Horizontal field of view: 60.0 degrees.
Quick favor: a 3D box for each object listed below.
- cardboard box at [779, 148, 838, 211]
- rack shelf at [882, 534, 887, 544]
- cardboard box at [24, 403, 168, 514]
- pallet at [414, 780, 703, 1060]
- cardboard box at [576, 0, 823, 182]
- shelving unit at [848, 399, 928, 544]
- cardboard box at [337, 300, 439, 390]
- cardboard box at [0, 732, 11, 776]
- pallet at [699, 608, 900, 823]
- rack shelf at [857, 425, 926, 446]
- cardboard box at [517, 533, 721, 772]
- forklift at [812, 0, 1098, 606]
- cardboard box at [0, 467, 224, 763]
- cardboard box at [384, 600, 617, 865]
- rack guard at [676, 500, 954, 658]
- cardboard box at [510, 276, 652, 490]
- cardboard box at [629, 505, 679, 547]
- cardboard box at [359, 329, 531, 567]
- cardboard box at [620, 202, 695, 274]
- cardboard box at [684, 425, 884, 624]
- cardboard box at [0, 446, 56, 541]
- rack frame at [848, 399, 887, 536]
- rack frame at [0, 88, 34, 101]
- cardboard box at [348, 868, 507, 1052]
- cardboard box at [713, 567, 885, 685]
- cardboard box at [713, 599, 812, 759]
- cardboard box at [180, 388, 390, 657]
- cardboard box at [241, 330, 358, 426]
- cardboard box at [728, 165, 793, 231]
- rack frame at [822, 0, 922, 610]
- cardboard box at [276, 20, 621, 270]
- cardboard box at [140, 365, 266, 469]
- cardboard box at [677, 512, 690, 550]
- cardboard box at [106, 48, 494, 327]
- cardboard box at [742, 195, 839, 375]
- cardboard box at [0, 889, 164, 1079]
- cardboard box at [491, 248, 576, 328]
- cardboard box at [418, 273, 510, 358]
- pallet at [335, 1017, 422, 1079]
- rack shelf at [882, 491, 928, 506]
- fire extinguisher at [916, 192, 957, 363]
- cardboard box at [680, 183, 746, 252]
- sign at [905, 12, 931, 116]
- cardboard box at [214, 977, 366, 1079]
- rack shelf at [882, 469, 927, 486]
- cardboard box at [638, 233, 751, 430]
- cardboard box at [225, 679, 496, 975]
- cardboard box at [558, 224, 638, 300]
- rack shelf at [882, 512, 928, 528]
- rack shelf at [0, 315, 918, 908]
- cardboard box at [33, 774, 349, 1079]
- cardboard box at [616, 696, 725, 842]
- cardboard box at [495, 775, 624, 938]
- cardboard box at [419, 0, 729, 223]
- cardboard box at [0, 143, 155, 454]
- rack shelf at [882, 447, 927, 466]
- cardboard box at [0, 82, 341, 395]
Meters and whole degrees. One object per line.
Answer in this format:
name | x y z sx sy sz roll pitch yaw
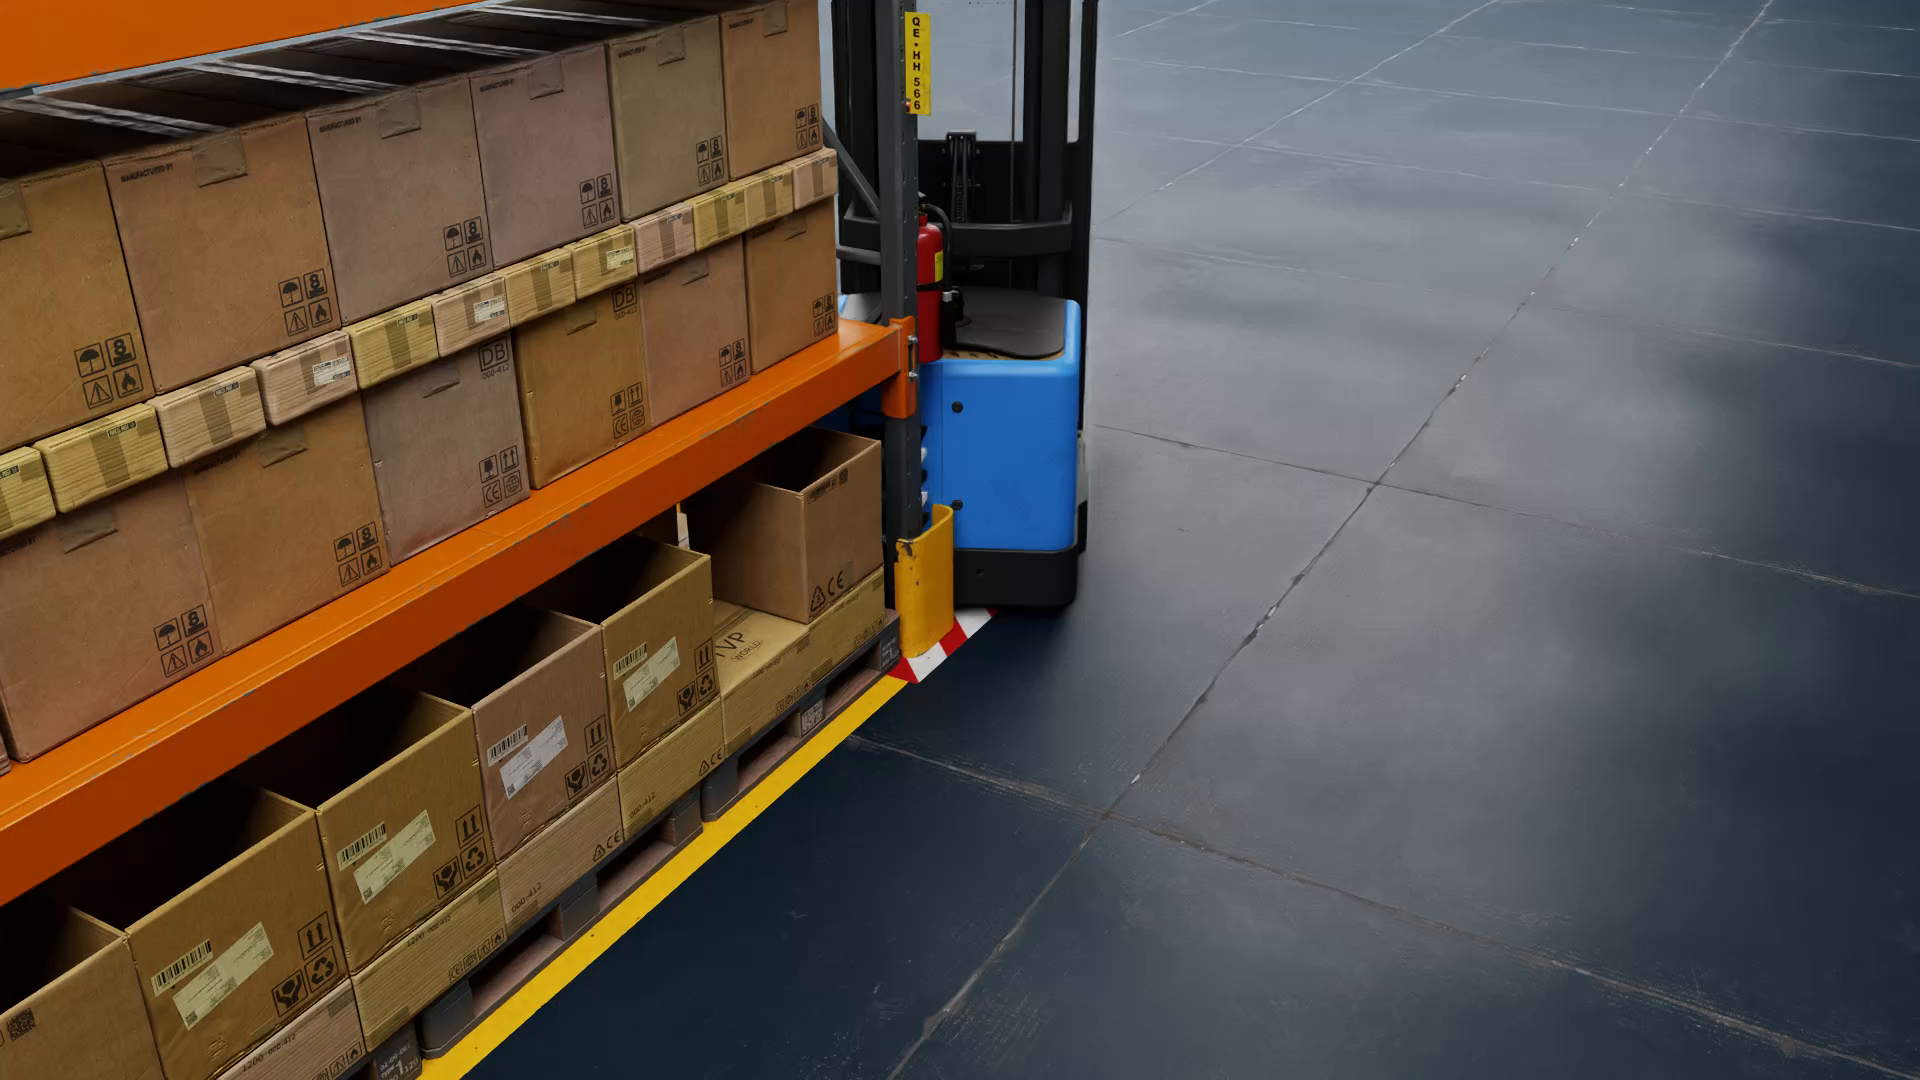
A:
cardboard box | -0.628 -1.210 5.479 0.380 0.149 0.250 14 30 25
rack shelf | -0.228 -0.025 6.540 0.258 0.077 0.200 9 36 18
cardboard box | -1.897 -0.205 3.472 0.380 0.149 0.250 14 30 26
pallet | -1.547 0.962 5.092 1.003 0.211 1.213 14 30 26
cardboard box | -0.873 -1.491 5.316 0.700 0.500 0.500 14 30 26
shelving unit | -0.241 -0.201 6.420 0.258 0.900 0.210 9 36 18
cardboard box | -1.514 -0.508 4.078 0.380 0.149 0.250 14 30 26
cardboard box | -2.361 0.274 3.240 0.700 0.500 0.500 13 30 25
pallet | -0.946 0.488 6.038 1.003 0.211 1.213 14 30 26
rack shelf | -0.255 -0.396 6.286 0.258 0.077 0.200 9 36 18
cardboard box | -1.090 0.308 5.048 0.500 0.500 0.500 14 30 26
forklift | 0.037 -1.673 7.318 1.130 2.935 3.031 2 27 4
cardboard box | -2.108 0.067 3.653 0.700 0.500 0.500 14 30 26
cardboard box | -1.337 0.503 4.660 0.500 0.500 0.500 14 30 26
rack guard | -0.595 0.043 6.606 1.175 0.500 0.348 14 30 26
cardboard box | -1.351 -0.533 4.853 0.700 0.500 0.500 14 30 26
cardboard box | -1.308 -0.004 5.672 0.500 0.500 0.500 14 30 26
cardboard box | -1.606 -0.327 4.441 0.700 0.500 0.500 15 30 28
cardboard box | -1.007 -0.910 4.881 0.380 0.149 0.250 15 30 27
cardboard box | -0.611 -0.085 5.833 0.500 0.500 0.500 14 30 26
cardboard box | -2.024 -0.103 3.268 0.380 0.149 0.250 13 30 25
rack frame | -0.276 -0.145 6.342 0.240 0.900 0.006 9 36 18
rack frame | -4.917 -2.158 8.210 1.000 3.000 0.127 14 30 26
cardboard box | -1.581 1.033 4.437 0.500 0.250 0.500 14 30 26
cardboard box | -0.613 0.250 6.002 0.500 0.250 0.500 14 30 26
cardboard box | -0.849 0.448 5.607 0.500 0.250 0.500 14 30 26
cardboard box | -1.857 -0.128 4.042 0.700 0.500 0.500 15 30 27
cardboard box | -1.643 -0.407 3.875 0.380 0.149 0.250 13 30 25
cardboard box | -0.756 -1.107 5.275 0.380 0.149 0.250 15 30 27
rack frame | -0.606 -1.066 6.028 1.000 3.000 0.127 14 30 26
cardboard box | -1.375 -1.088 4.512 0.700 0.500 0.500 14 30 26
cardboard box | -1.772 -0.302 3.666 0.380 0.149 0.250 13 29 24
cardboard box | -1.064 0.136 6.230 0.500 0.250 0.500 14 30 26
cardboard box | -1.621 -0.893 4.122 0.700 0.500 0.500 14 30 26
cardboard box | -0.847 -0.931 5.648 0.700 0.500 0.500 14 30 26
cardboard box | -2.073 1.088 3.491 0.500 0.500 0.500 14 30 26
cardboard box | -1.264 -0.705 4.470 0.380 0.149 0.250 15 30 27
cardboard box | -1.390 -0.605 4.271 0.380 0.149 0.250 14 30 25
pallet | -2.146 1.439 4.139 1.003 0.211 1.213 14 30 26
rack shelf | -0.239 -0.174 6.438 0.258 0.077 0.200 9 36 18
fire extinguisher | -0.144 -0.975 5.933 0.296 0.674 0.183 14 30 26
cardboard box | -0.882 -1.008 5.076 0.380 0.149 0.250 14 30 25
sign | -0.141 -1.565 5.466 0.100 0.325 0.005 14 30 26
cardboard box | -1.832 1.227 4.050 0.500 0.250 0.500 14 30 26
rack shelf | -0.244 -0.248 6.388 0.258 0.077 0.200 9 36 18
cardboard box | -1.101 -0.726 5.237 0.700 0.500 0.500 15 30 27
cardboard box | -1.582 0.698 4.269 0.500 0.500 0.500 14 30 26
cardboard box | -1.136 -0.808 4.676 0.380 0.149 0.250 15 30 28
rack shelf | -0.233 -0.099 6.489 0.258 0.077 0.200 9 36 18
rack shelf | -1.590 0.035 4.632 1.077 0.370 4.000 14 30 26
cardboard box | -1.834 0.891 3.884 0.500 0.500 0.500 14 30 26
cardboard box | -1.093 0.643 5.217 0.500 0.250 0.500 14 30 26
cardboard box | -1.340 0.837 4.829 0.500 0.250 0.500 14 30 26
cardboard box | -1.127 -1.285 4.904 0.700 0.500 0.500 13 30 25
cardboard box | -2.114 -0.503 3.343 0.700 0.500 0.500 14 30 26
rack shelf | -0.250 -0.322 6.337 0.258 0.077 0.200 9 36 18
cardboard box | -1.867 -0.698 3.733 0.700 0.500 0.500 14 30 26
